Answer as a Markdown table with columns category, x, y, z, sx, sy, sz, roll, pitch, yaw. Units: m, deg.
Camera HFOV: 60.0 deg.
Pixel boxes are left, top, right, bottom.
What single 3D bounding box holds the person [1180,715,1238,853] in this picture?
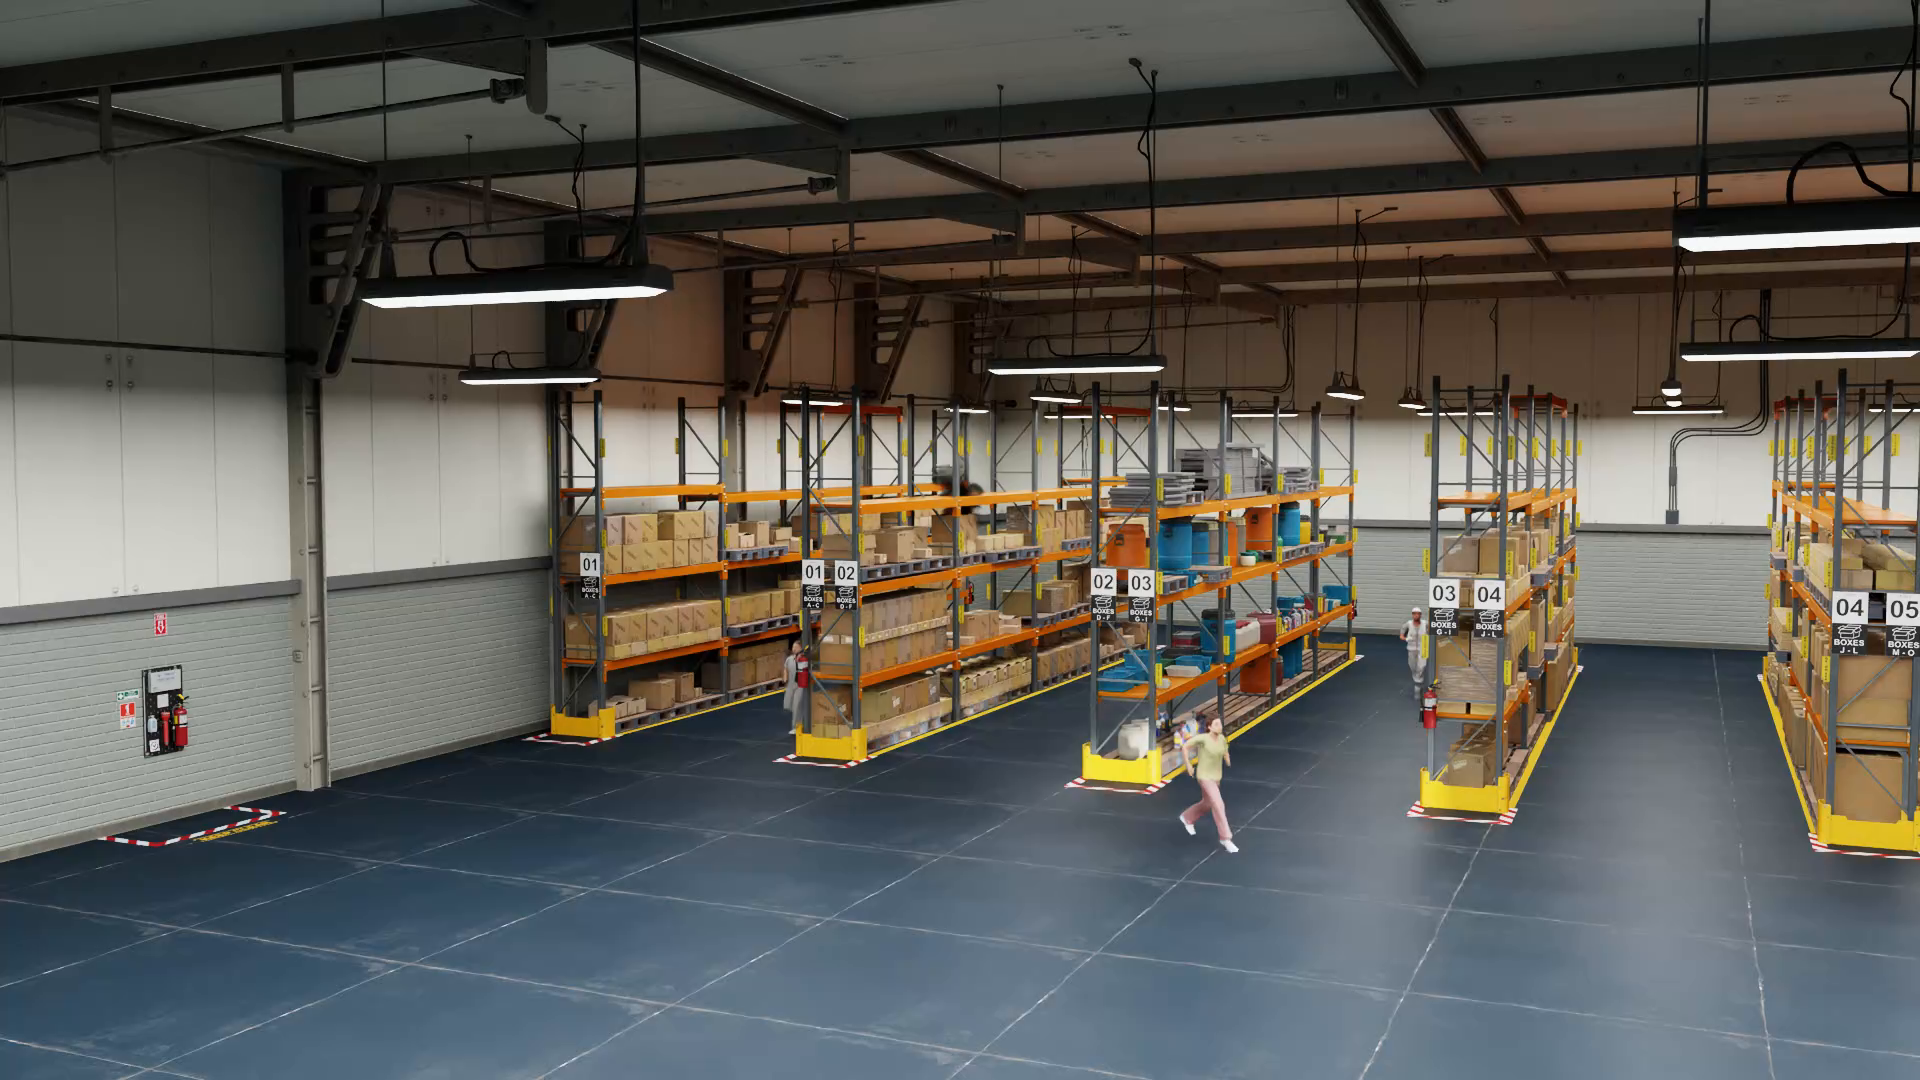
| category | x | y | z | sx | sy | sz | roll | pitch | yaw |
| --- | --- | --- | --- | --- | --- | --- | --- | --- | --- |
| person | 3.123 | 3.013 | 20.903 | 0.598 | 1.674 | 1.012 | -2 | 4 | -34 |

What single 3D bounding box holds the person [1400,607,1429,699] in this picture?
| category | x | y | z | sx | sy | sz | roll | pitch | yaw |
| --- | --- | --- | --- | --- | --- | --- | --- | --- | --- |
| person | 9.209 | 2.280 | 33.495 | 0.680 | 1.867 | 0.849 | 1 | 3 | 19 |

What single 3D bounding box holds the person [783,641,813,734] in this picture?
| category | x | y | z | sx | sy | sz | roll | pitch | yaw |
| --- | --- | --- | --- | --- | --- | --- | --- | --- | --- |
| person | -2.831 | 2.565 | 29.018 | 0.548 | 1.623 | 0.560 | 1 | 3 | 18 |
